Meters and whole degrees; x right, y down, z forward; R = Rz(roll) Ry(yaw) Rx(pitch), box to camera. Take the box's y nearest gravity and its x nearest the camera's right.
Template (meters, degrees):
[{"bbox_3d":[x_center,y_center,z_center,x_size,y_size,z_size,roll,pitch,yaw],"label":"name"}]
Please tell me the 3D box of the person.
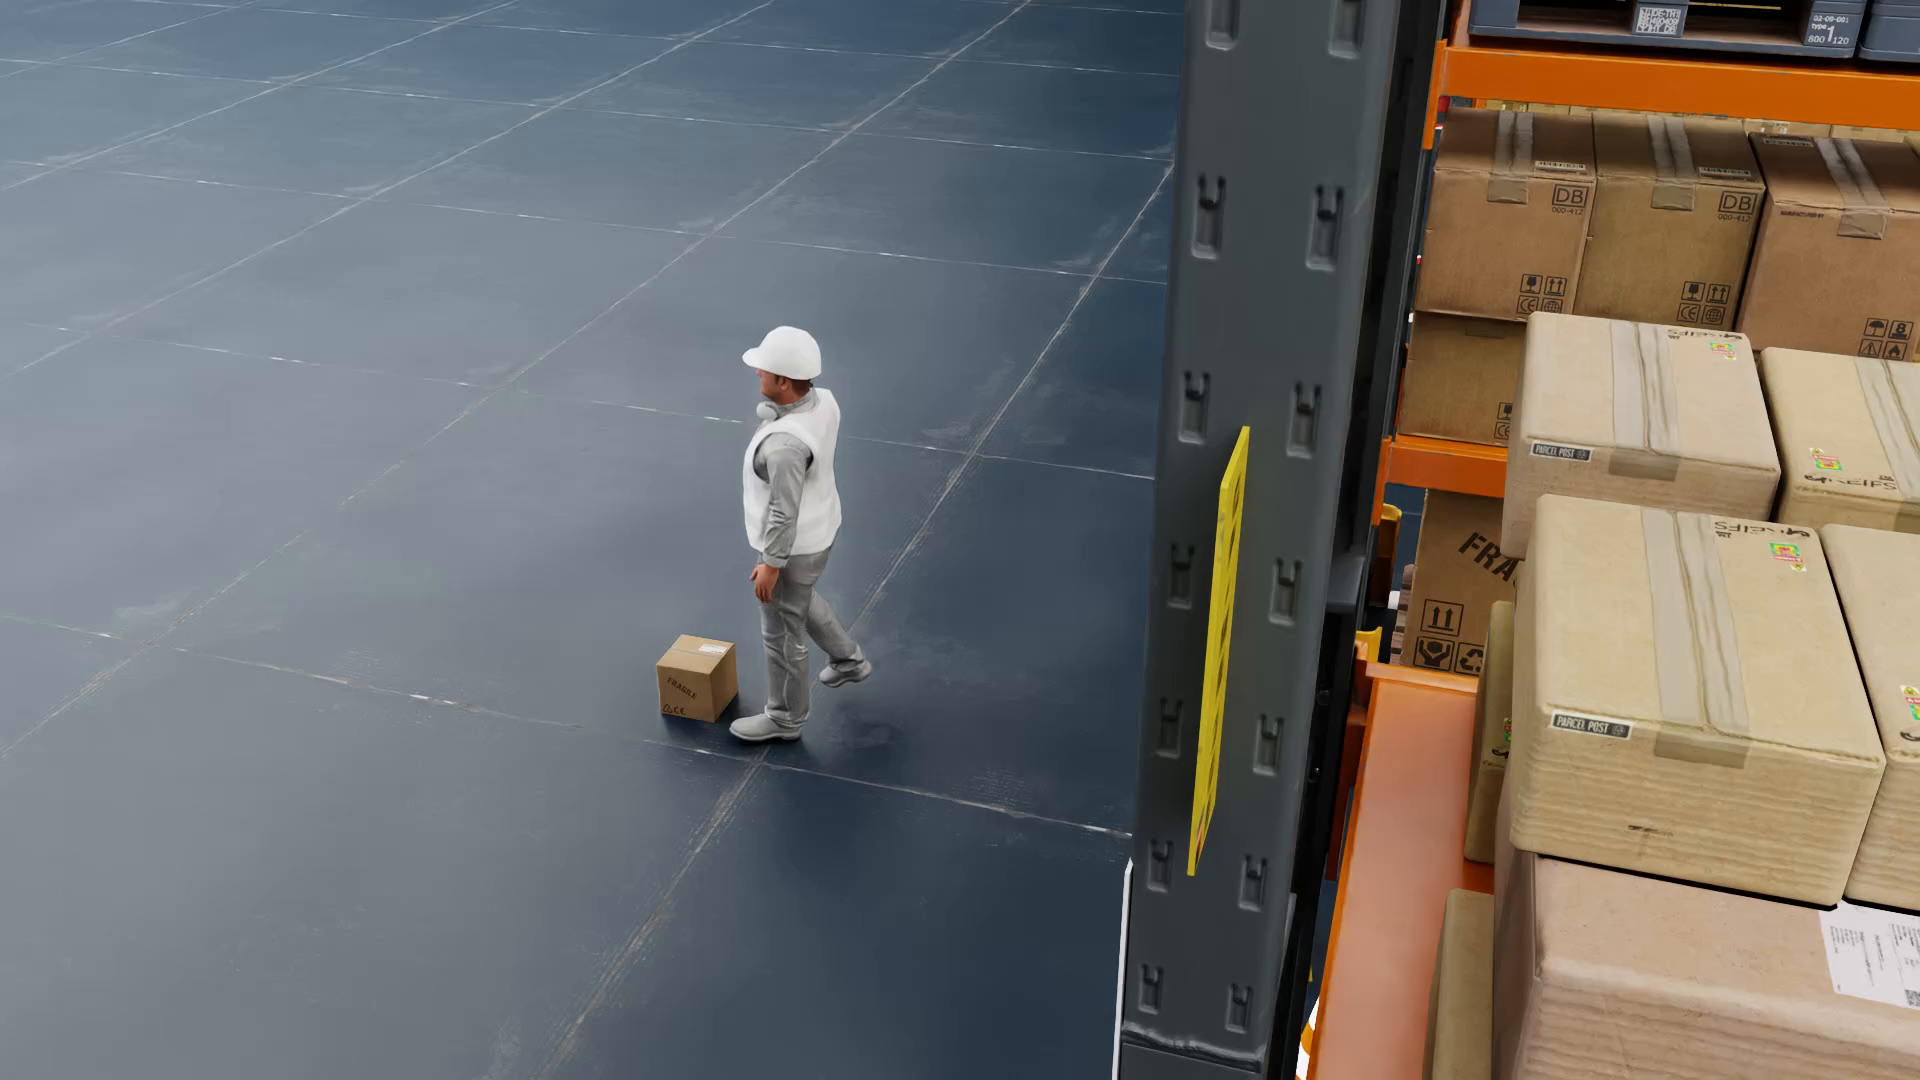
[{"bbox_3d":[-0.666,-0.021,6.594,0.535,1.778,0.605,5,29,9],"label":"person"}]
